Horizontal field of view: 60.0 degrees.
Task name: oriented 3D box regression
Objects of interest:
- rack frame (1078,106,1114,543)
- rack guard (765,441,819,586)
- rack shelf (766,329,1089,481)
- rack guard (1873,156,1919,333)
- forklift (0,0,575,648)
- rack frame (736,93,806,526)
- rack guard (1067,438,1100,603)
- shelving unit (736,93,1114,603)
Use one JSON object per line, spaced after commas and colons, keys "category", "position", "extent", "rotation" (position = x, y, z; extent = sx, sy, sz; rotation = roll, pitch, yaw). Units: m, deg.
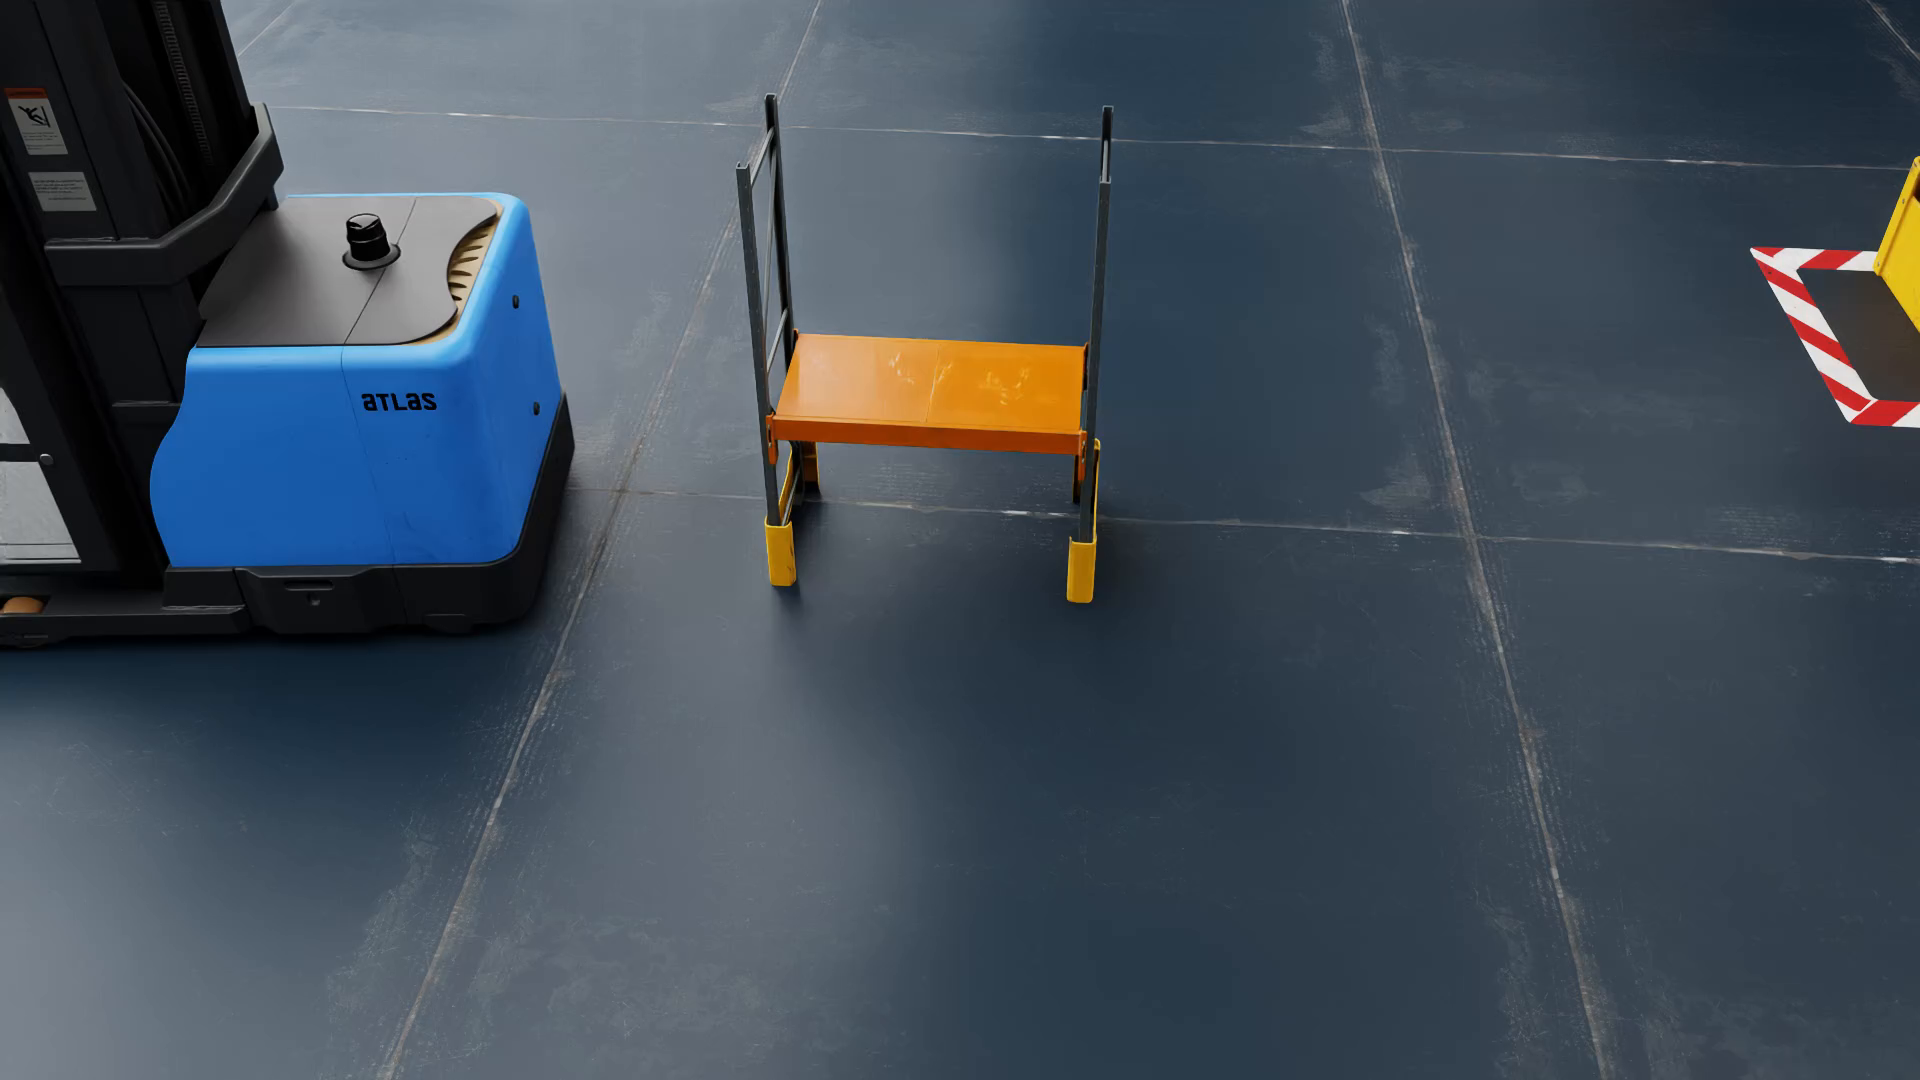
{"category": "rack frame", "position": [0.421, -0.559, 5.248], "extent": [0.032, 1.500, 0.500], "rotation": [3, 39, 4]}
{"category": "rack guard", "position": [-0.572, -0.128, 5.710], "extent": [0.087, 0.250, 0.587], "rotation": [3, 39, 4]}
{"category": "rack shelf", "position": [-0.085, -0.447, 5.396], "extent": [1.000, 0.185, 0.538], "rotation": [3, 39, 4]}
{"category": "rack guard", "position": [4.076, -1.031, 6.621], "extent": [0.348, 0.500, 1.175], "rotation": [3, 39, 4]}
{"category": "forklift", "position": [-2.905, -1.128, 4.814], "extent": [3.031, 2.935, 1.130], "rotation": [-1, 39, -1]}
{"category": "rack frame", "position": [-0.591, -0.614, 5.316], "extent": [0.032, 1.500, 0.500], "rotation": [3, 39, 4]}
{"category": "rack guard", "position": [0.420, -0.074, 5.643], "extent": [0.087, 0.250, 0.587], "rotation": [3, 39, 4]}
{"category": "shelving unit", "position": [-0.076, -0.586, 5.282], "extent": [1.083, 1.500, 0.587], "rotation": [3, 39, 4]}
